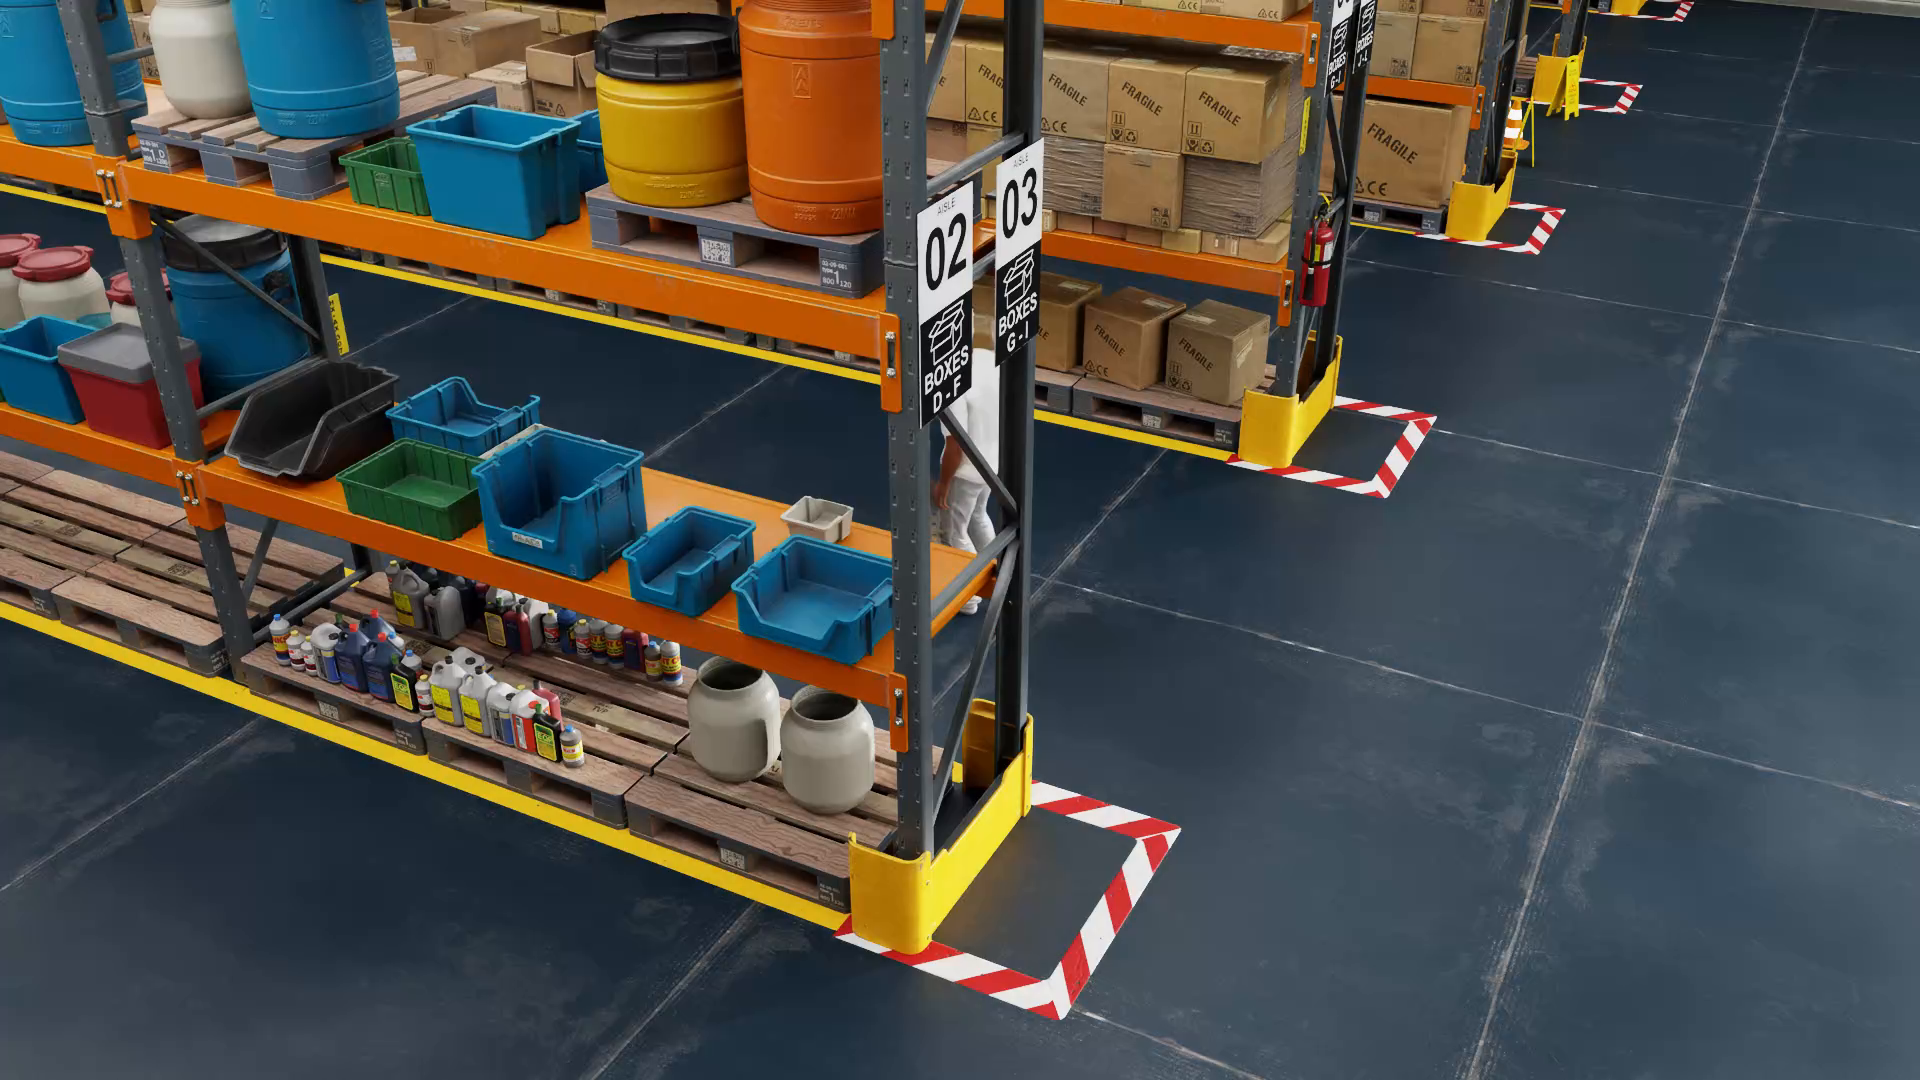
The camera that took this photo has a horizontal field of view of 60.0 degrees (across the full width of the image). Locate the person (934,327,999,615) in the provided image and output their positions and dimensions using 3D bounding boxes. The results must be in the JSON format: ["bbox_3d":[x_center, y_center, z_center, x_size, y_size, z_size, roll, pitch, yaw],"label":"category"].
[{"bbox_3d":[0.018,-0.427,9.019,0.463,1.759,0.626,13,32,21],"label":"person"}]
